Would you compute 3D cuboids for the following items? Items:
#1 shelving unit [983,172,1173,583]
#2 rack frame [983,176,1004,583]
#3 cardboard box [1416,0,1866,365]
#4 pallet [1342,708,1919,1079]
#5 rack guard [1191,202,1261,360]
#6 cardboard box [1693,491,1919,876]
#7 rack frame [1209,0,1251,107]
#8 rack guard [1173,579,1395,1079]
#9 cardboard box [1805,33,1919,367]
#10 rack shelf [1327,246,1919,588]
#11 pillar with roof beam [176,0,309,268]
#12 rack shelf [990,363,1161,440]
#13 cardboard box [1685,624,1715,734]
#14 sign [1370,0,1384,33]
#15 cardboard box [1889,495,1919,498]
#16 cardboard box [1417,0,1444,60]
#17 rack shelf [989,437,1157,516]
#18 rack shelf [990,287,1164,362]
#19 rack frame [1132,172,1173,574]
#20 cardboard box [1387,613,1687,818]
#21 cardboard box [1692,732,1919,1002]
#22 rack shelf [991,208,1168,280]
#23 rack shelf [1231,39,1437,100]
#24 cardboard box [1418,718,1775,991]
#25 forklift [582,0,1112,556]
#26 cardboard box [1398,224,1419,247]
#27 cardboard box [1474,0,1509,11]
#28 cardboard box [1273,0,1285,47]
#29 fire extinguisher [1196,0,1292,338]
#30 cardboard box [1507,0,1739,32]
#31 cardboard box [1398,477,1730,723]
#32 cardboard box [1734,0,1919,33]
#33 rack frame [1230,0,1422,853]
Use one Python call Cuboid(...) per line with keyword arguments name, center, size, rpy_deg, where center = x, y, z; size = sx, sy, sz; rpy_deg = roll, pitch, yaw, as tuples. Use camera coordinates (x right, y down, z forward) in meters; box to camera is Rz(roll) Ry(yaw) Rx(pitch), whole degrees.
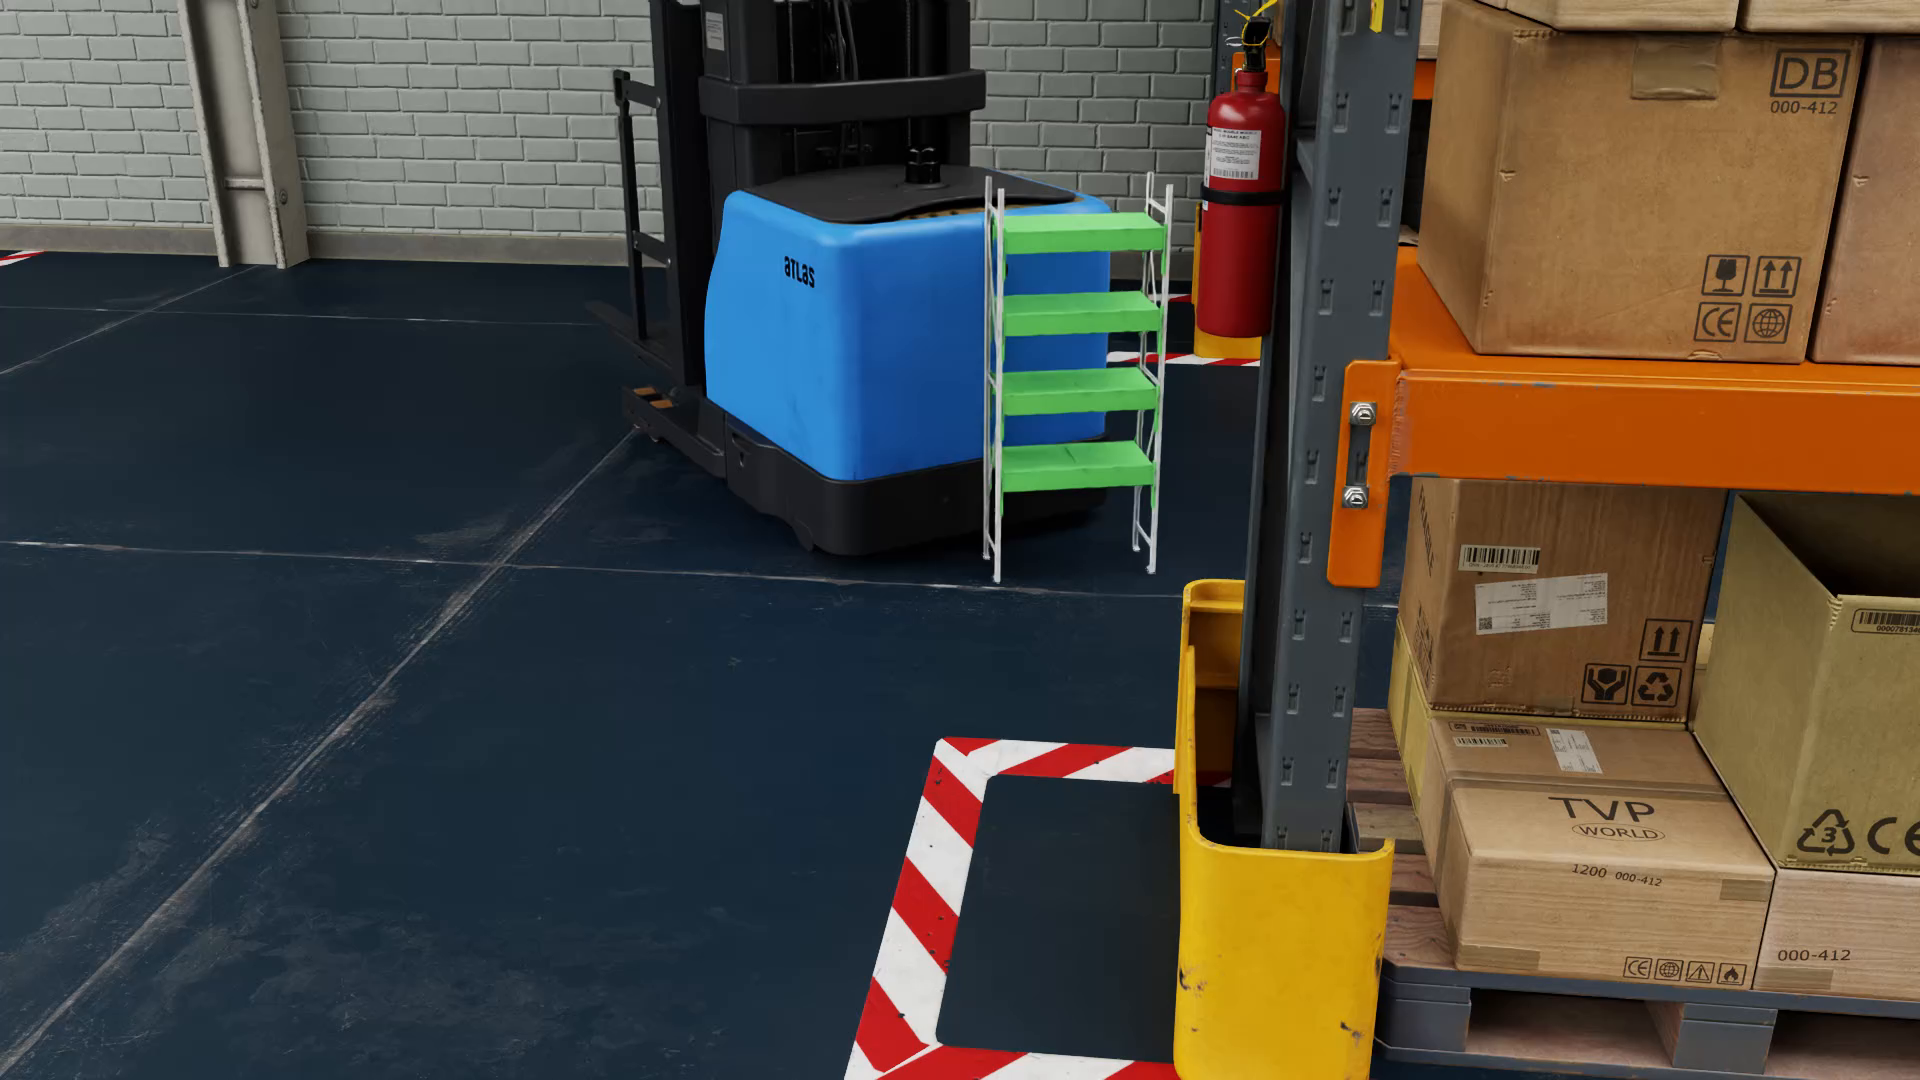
Cuboid(name="shelving unit", center=(0.341, -0.482, 5.026), size=(0.503, 1.200, 0.258), rpy_deg=(-3, 22, -8))
Cuboid(name="rack frame", center=(0.099, -0.468, 4.993), size=(0.015, 1.200, 0.240), rpy_deg=(-3, 22, -8))
Cuboid(name="cardboard box", center=(1.108, -0.642, 2.847), size=(0.500, 0.500, 0.700), rpy_deg=(3, 22, 6))
Cuboid(name="pallet", center=(1.410, 0.694, 3.396), size=(1.213, 0.211, 1.003), rpy_deg=(2, 22, 6))
Cuboid(name="rack guard", center=(1.301, -1.263, 7.955), size=(0.348, 0.500, 1.175), rpy_deg=(2, 22, 6))
Cuboid(name="cardboard box", center=(1.649, 0.240, 2.902), size=(0.500, 0.500, 0.500), rpy_deg=(2, 22, 6))
Cuboid(name="rack frame", center=(1.225, -2.429, 7.504), size=(0.127, 3.000, 1.000), rpy_deg=(2, 22, 6))
Cuboid(name="rack guard", center=(0.622, 0.541, 3.391), size=(0.348, 0.500, 1.175), rpy_deg=(2, 22, 6))
Cuboid(name="cardboard box", center=(1.630, -0.621, 2.794), size=(0.500, 0.500, 0.700), rpy_deg=(3, 22, 8))
Cuboid(name="rack shelf", center=(2.632, -0.199, 2.842), size=(4.000, 0.370, 1.077), rpy_deg=(2, 22, 6))
Cuboid(name="pillar with roof beam", center=(-4.443, -4.192, 3.804), size=(0.400, 9.000, 9.100), rpy_deg=(2, 22, 6))
Cuboid(name="rack shelf", center=(0.341, -0.422, 5.050), size=(0.480, 0.148, 0.258), rpy_deg=(-3, 22, -8))
Cuboid(name="cardboard box", center=(1.711, 0.396, 3.527), size=(0.500, 0.250, 0.500), rpy_deg=(2, 22, 6))
Cuboid(name="sign", center=(0.575, -0.857, 2.243), size=(0.005, 0.325, 0.100), rpy_deg=(2, 22, 6))
Cuboid(name="cardboard box", center=(2.208, 0.067, 3.339), size=(0.500, 0.500, 0.500), rpy_deg=(2, 22, 6))
Cuboid(name="cardboard box", center=(2.190, -2.214, 7.137), size=(0.500, 0.250, 0.500), rpy_deg=(2, 22, 5))
Cuboid(name="rack shelf", center=(0.341, -0.199, 5.138), size=(0.480, 0.148, 0.258), rpy_deg=(-3, 22, -8))
Cuboid(name="rack shelf", center=(0.341, -0.646, 4.962), size=(0.480, 0.148, 0.258), rpy_deg=(-3, 22, -8))
Cuboid(name="rack frame", center=(0.582, -0.495, 5.060), size=(0.015, 1.200, 0.240), rpy_deg=(-3, 22, -8))
Cuboid(name="cardboard box", center=(1.213, 0.379, 3.571), size=(0.500, 0.250, 0.500), rpy_deg=(2, 22, 6))
Cuboid(name="cardboard box", center=(1.649, 0.588, 3.041), size=(0.500, 0.250, 0.500), rpy_deg=(2, 22, 6))
Cuboid(name="rack shelf", center=(0.341, -0.869, 4.873), size=(0.480, 0.148, 0.258), rpy_deg=(-3, 22, -8))
Cuboid(name="rack shelf", center=(3.211, -2.008, 7.417), size=(4.000, 0.370, 1.077), rpy_deg=(2, 22, 6))
Cuboid(name="cardboard box", center=(1.152, 0.568, 3.093), size=(0.500, 0.250, 0.500), rpy_deg=(2, 22, 6))
Cuboid(name="forklift", center=(-0.673, -1.812, 6.036), size=(1.130, 2.935, 3.031), rpy_deg=(-12, 24, -28))
Cuboid(name="cardboard box", center=(1.902, -1.320, 7.758), size=(0.500, 0.311, 0.500), rpy_deg=(0, 22, 0))
Cuboid(name="cardboard box", center=(1.048, -1.021, 2.925), size=(0.250, 0.149, 0.380), rpy_deg=(2, 22, 5))
Cuboid(name="cardboard box", center=(1.712, -2.419, 7.656), size=(0.500, 0.250, 0.500), rpy_deg=(3, 22, 7))
Cuboid(name="fire extinguisher", center=(0.583, -0.759, 3.385), size=(0.183, 0.674, 0.296), rpy_deg=(2, 22, 6))
Cuboid(name="cardboard box", center=(1.010, -0.873, 2.549), size=(0.250, 0.149, 0.380), rpy_deg=(2, 22, 6))
Cuboid(name="cardboard box", center=(1.214, 0.029, 3.435), size=(0.500, 0.500, 0.500), rpy_deg=(2, 22, 6))
Cuboid(name="cardboard box", center=(1.273, -0.862, 2.523), size=(0.250, 0.149, 0.380), rpy_deg=(2, 22, 5))
Cuboid(name="rack frame", center=(0.646, -0.620, 2.929), size=(0.127, 3.000, 1.000), rpy_deg=(2, 22, 6))
